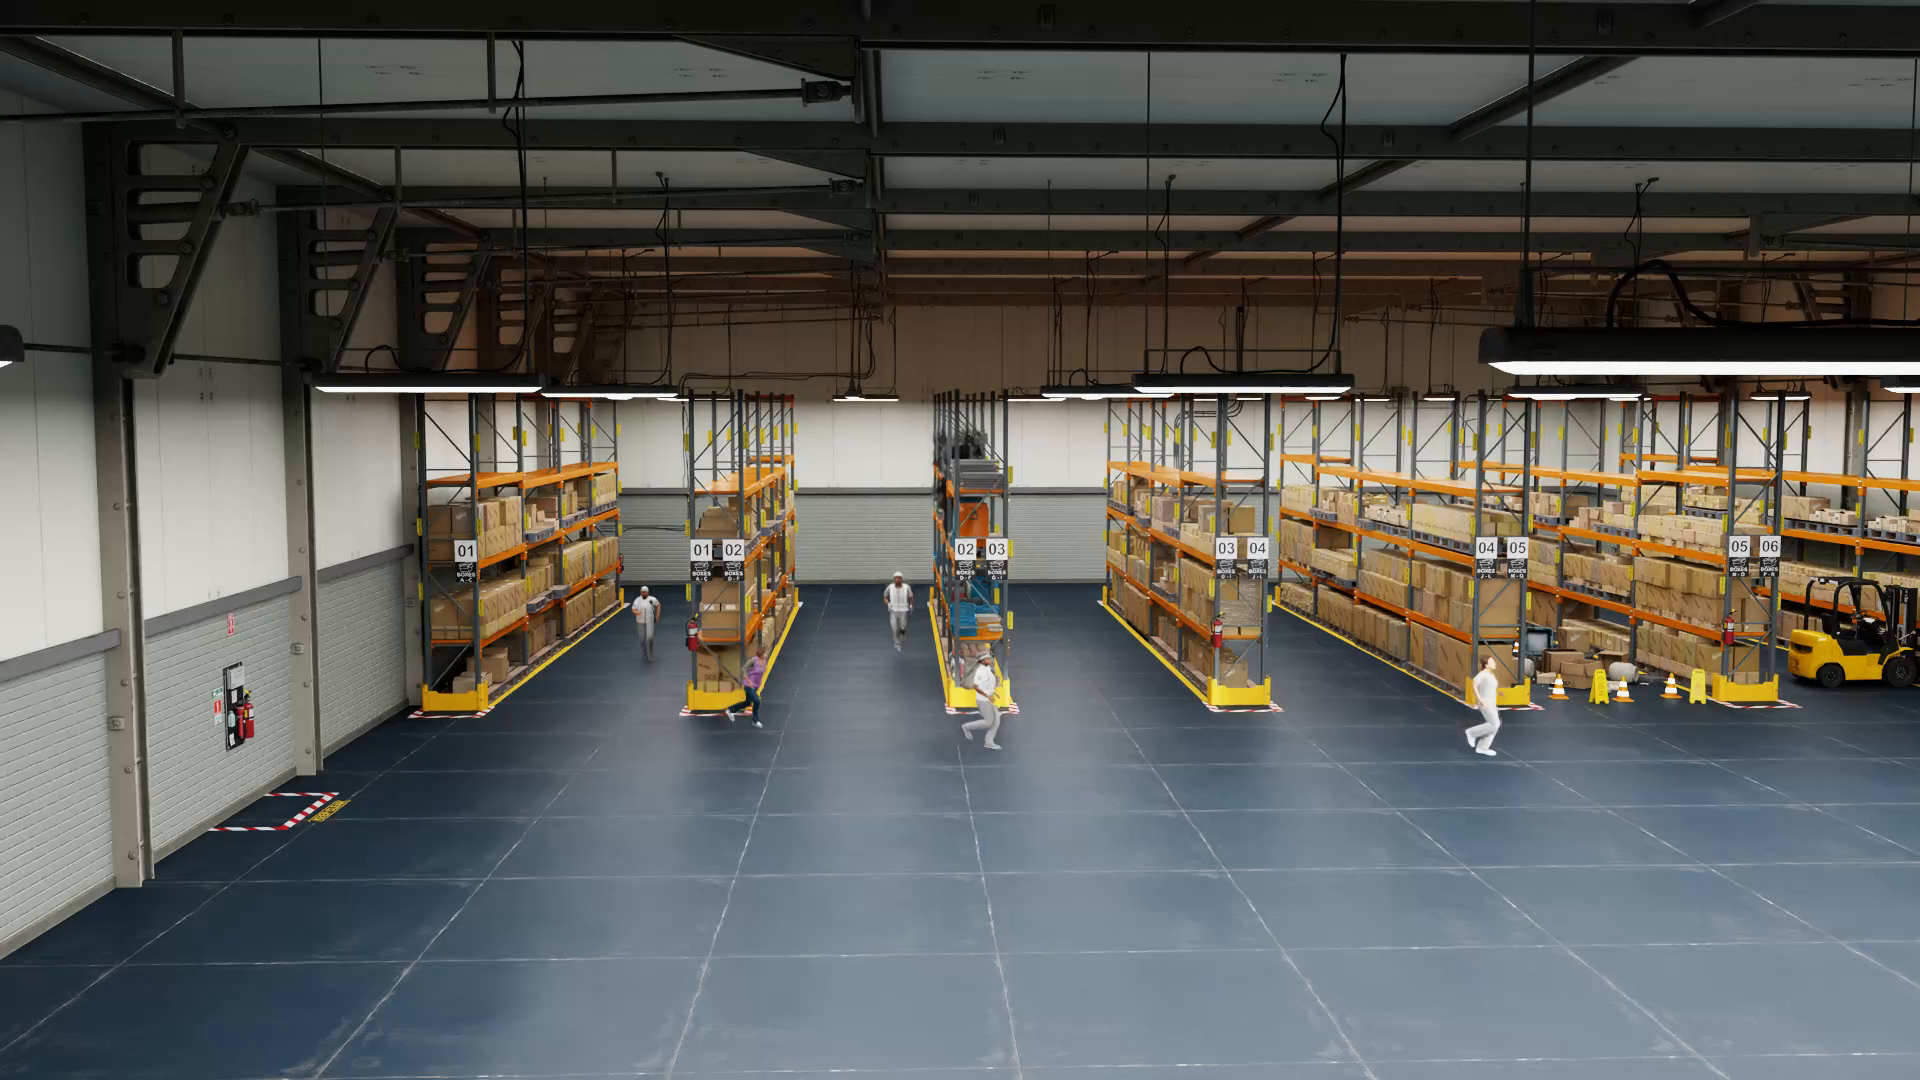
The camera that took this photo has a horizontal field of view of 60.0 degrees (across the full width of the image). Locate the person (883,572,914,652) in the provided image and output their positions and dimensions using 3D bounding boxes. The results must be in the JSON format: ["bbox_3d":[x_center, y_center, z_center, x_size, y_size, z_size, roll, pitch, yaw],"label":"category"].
[{"bbox_3d":[-1.362,1.574,36.731,0.685,1.751,0.605,0,5,-2],"label":"person"}]

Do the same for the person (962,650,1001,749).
[{"bbox_3d":[0.379,2.644,27.673,0.647,1.660,0.588,1,5,17],"label":"person"}]

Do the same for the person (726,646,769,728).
[{"bbox_3d":[-3.775,2.608,29.563,0.908,1.477,0.526,3,6,34],"label":"person"}]

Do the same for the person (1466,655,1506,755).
[{"bbox_3d":[8.607,2.698,27.194,0.576,1.632,0.593,3,6,37],"label":"person"}]

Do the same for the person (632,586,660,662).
[{"bbox_3d":[-7.015,1.884,37.151,0.613,1.723,0.711,0,5,-6],"label":"person"}]
